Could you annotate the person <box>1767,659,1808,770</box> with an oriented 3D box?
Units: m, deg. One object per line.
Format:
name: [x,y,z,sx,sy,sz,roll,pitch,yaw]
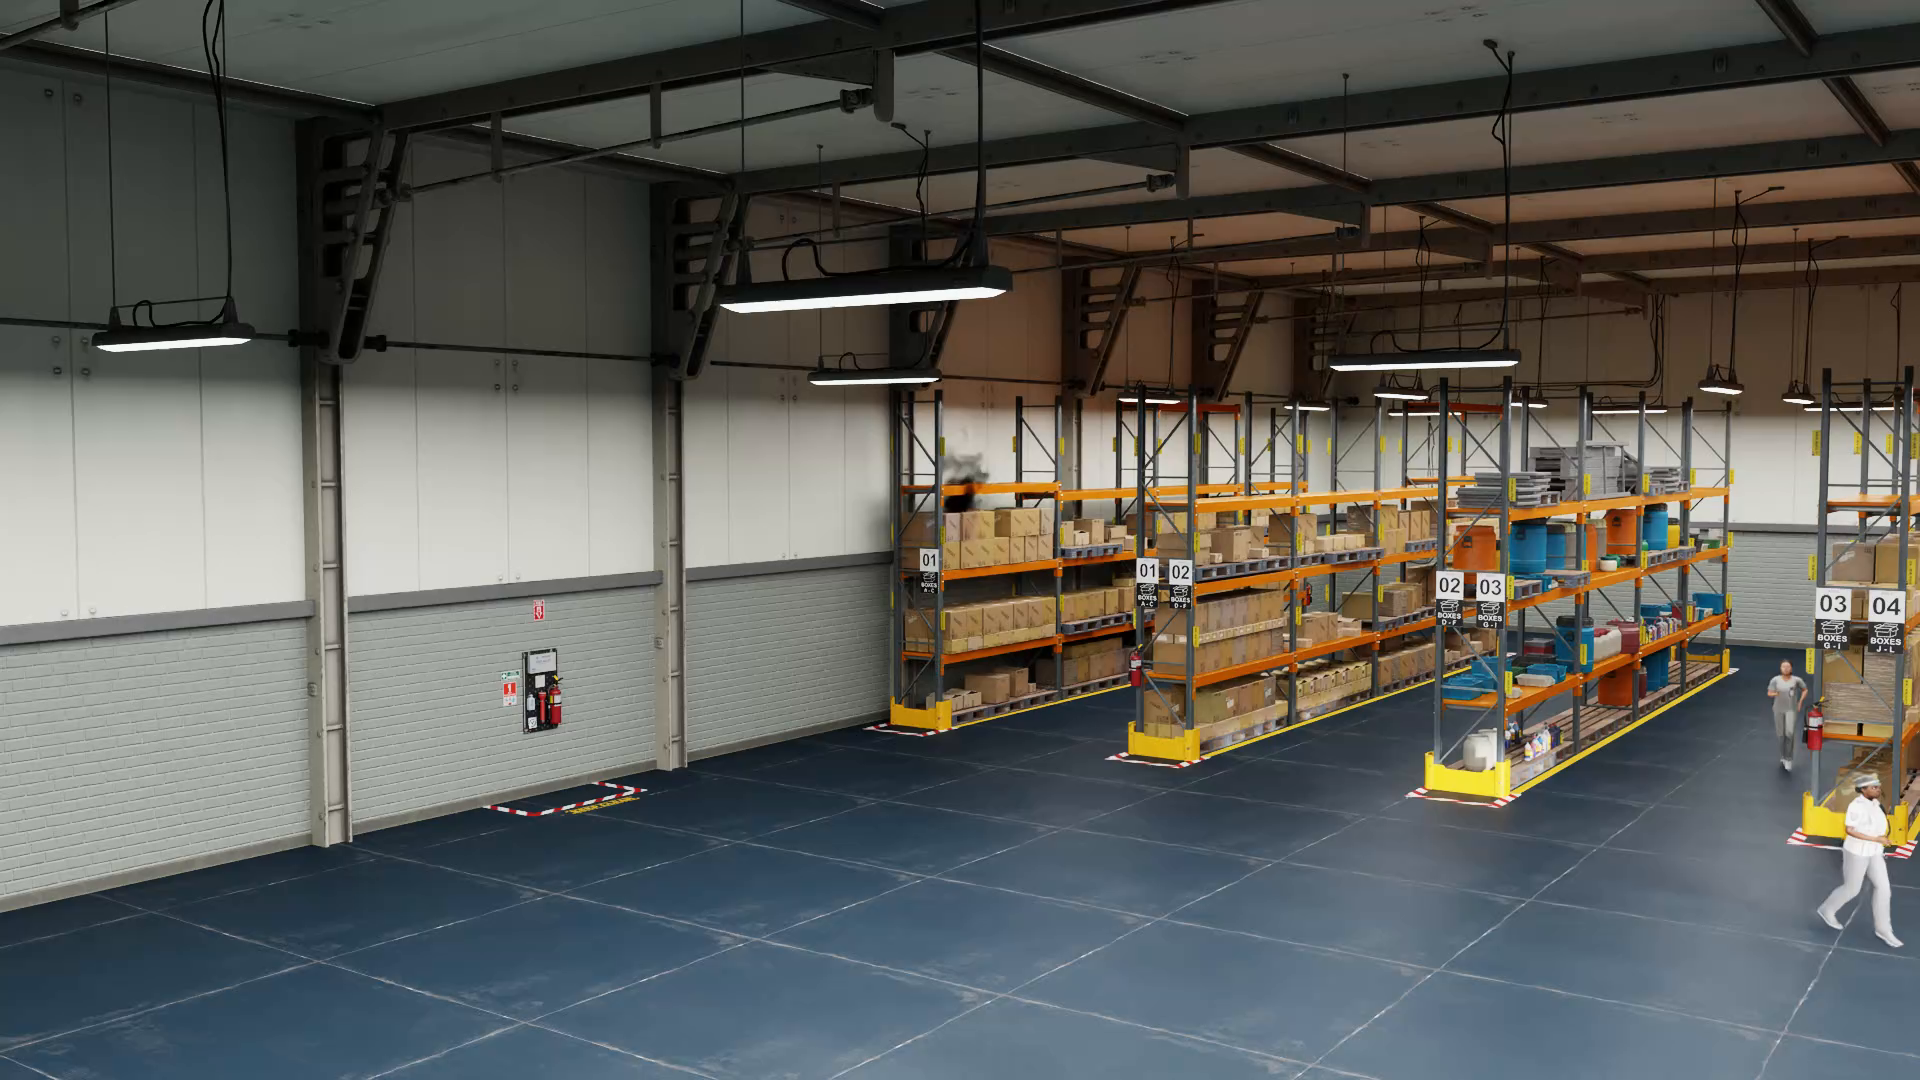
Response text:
person: [12.860,2.711,25.891,0.544,1.705,0.691,2,4,34]

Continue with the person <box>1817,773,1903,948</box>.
person: [9.153,3.204,16.901,0.571,1.729,0.846,-2,4,-27]
